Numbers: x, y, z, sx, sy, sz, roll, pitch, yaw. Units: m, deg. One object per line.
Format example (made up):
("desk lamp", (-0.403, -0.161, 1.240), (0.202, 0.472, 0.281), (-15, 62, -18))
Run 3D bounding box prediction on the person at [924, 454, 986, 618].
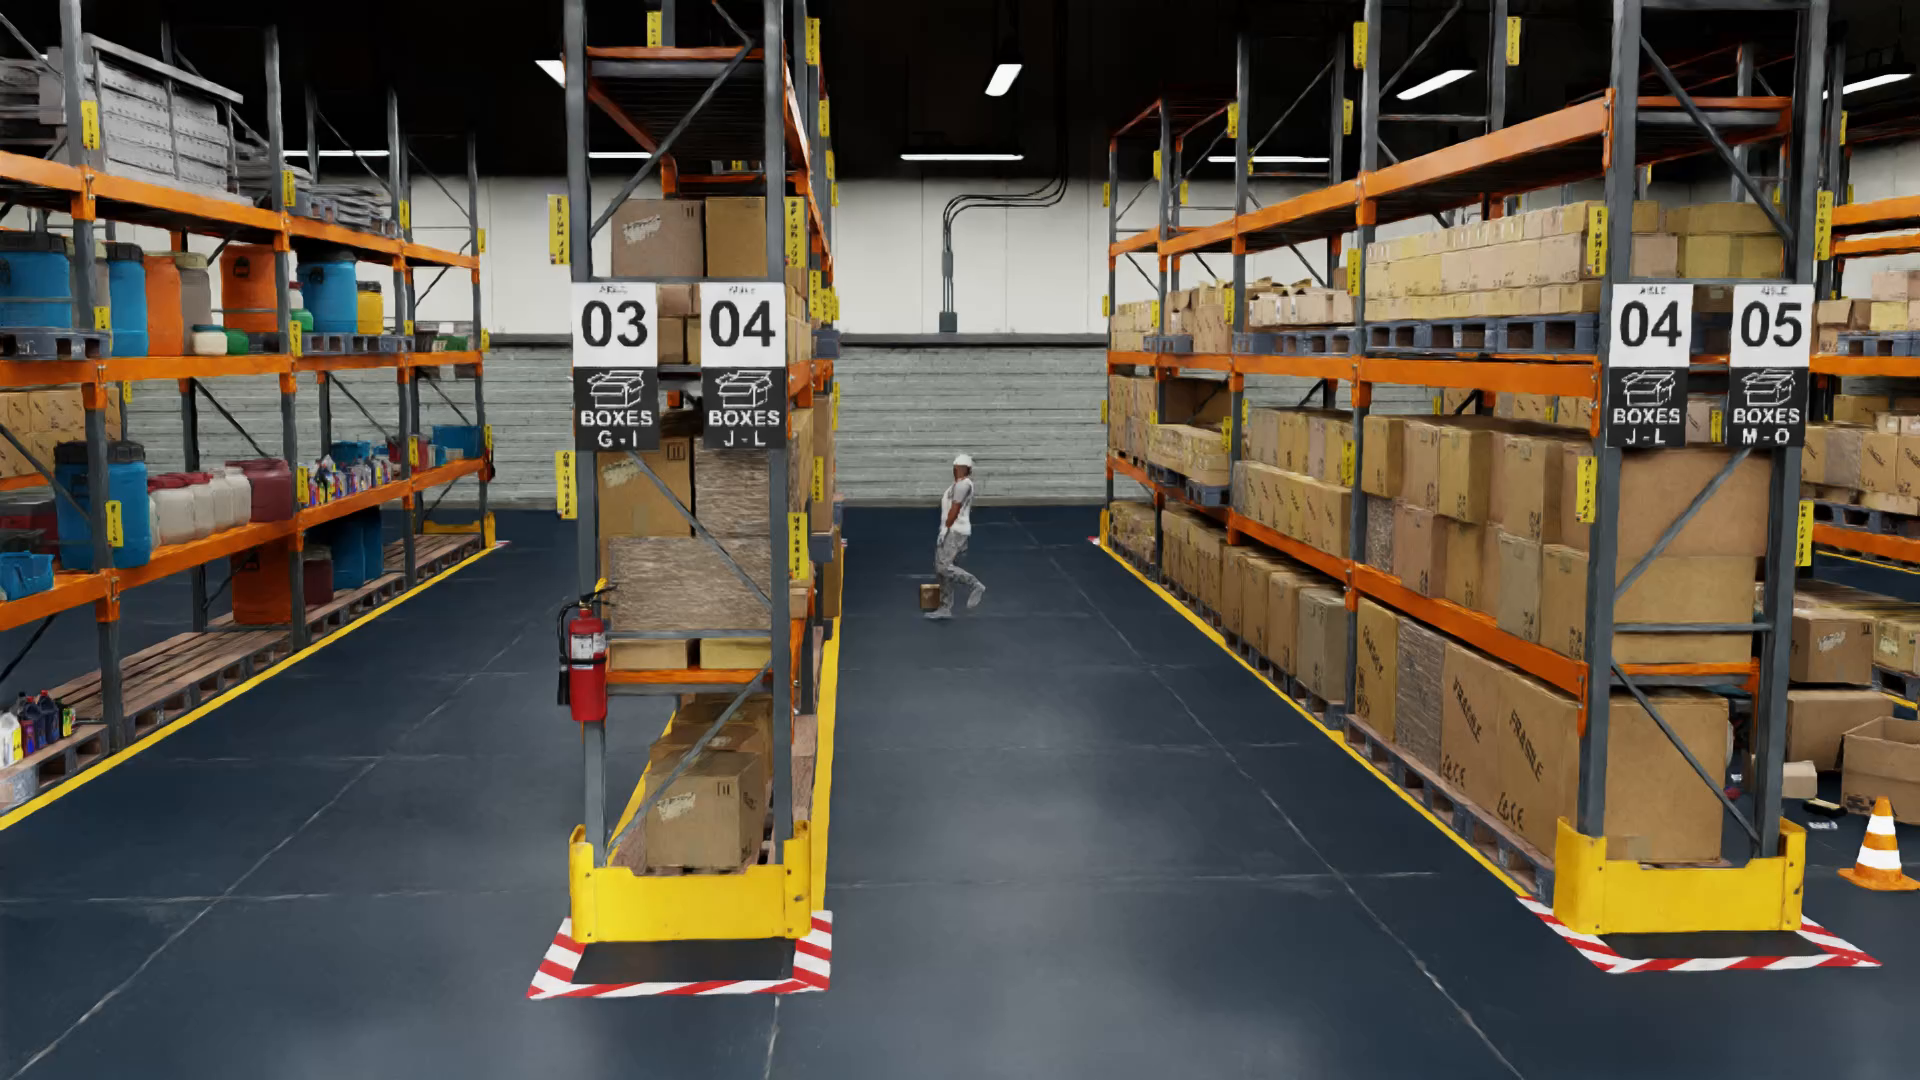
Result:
("person", (-0.067, -0.049, 17.801), (0.664, 1.736, 0.621), (0, 7, -3))
